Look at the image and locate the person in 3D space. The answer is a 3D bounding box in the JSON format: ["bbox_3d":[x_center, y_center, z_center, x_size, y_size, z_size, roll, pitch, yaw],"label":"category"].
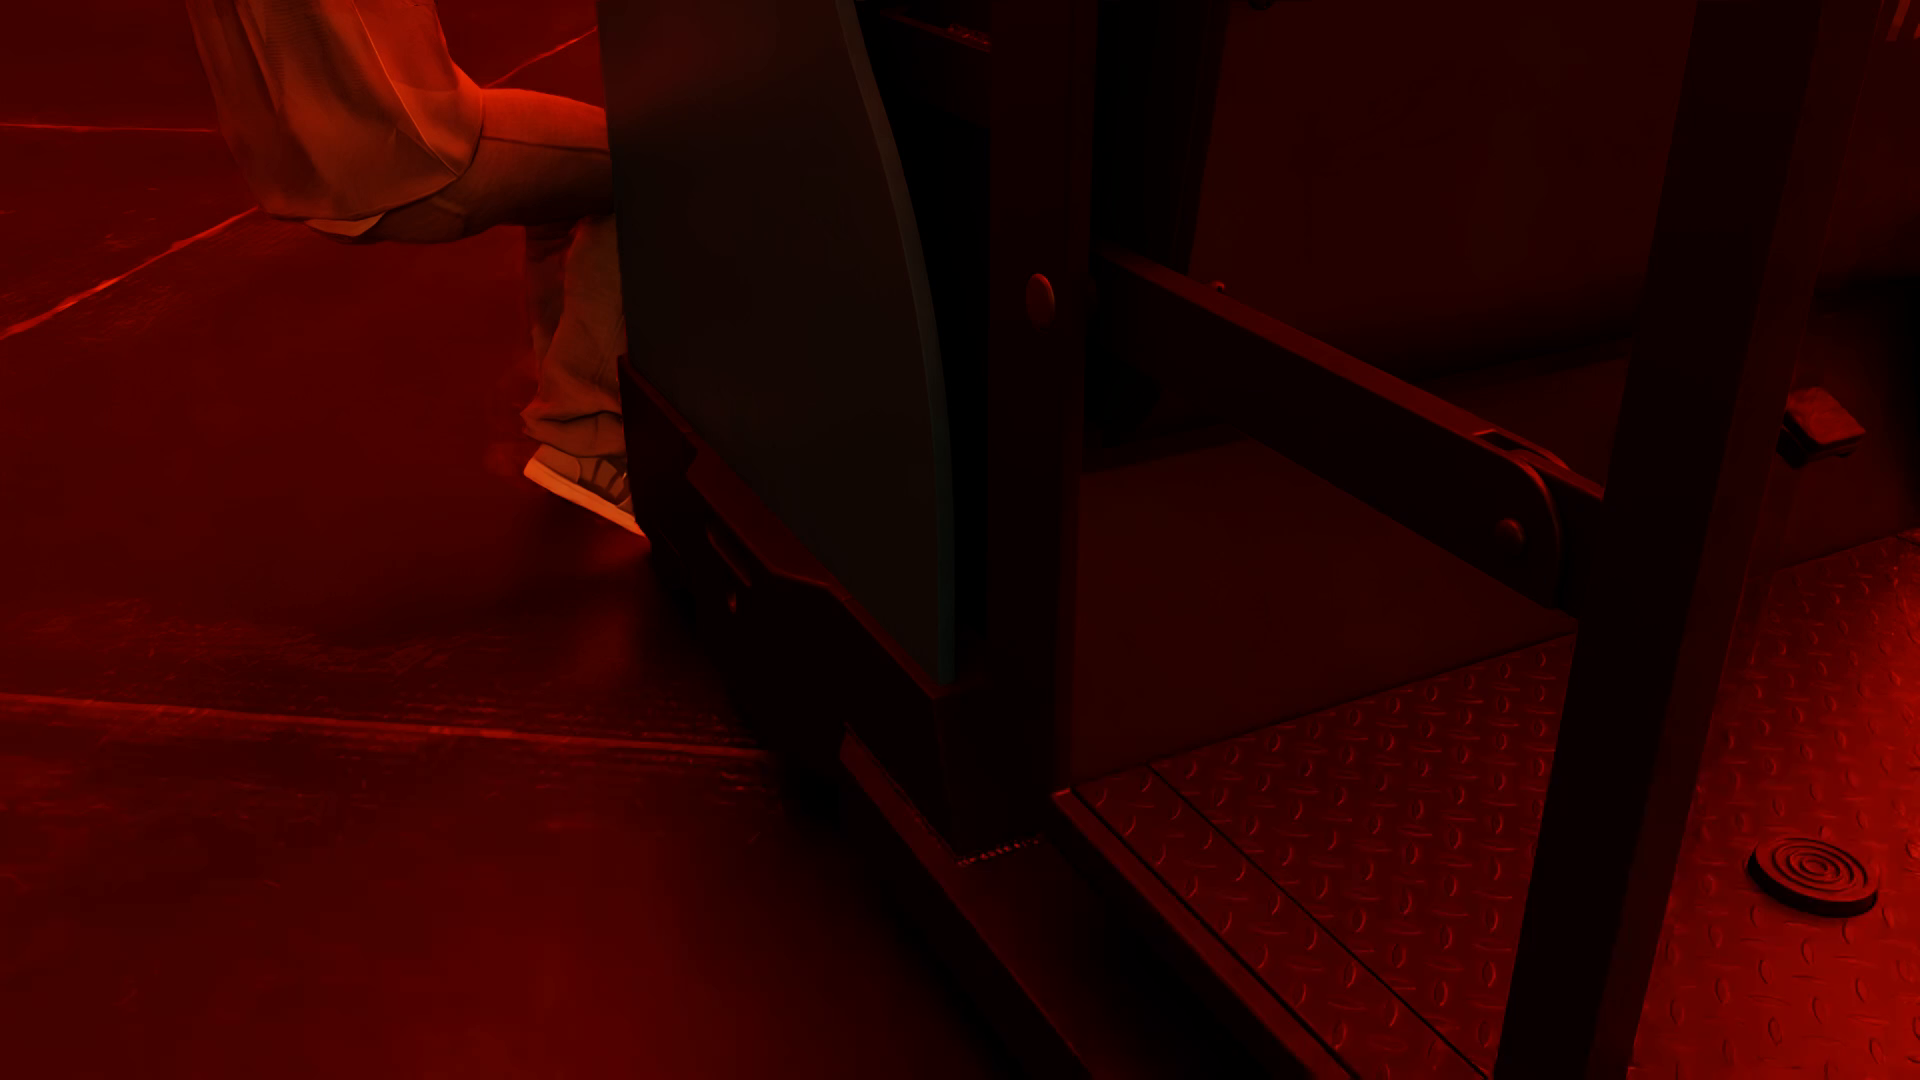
[{"bbox_3d":[-0.607,-0.630,2.210,0.906,1.365,0.754,18,32,32],"label":"person"}]

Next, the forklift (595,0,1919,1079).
[{"bbox_3d":[0.643,-0.821,0.863,1.130,2.935,3.031,-13,29,-24],"label":"forklift"}]
